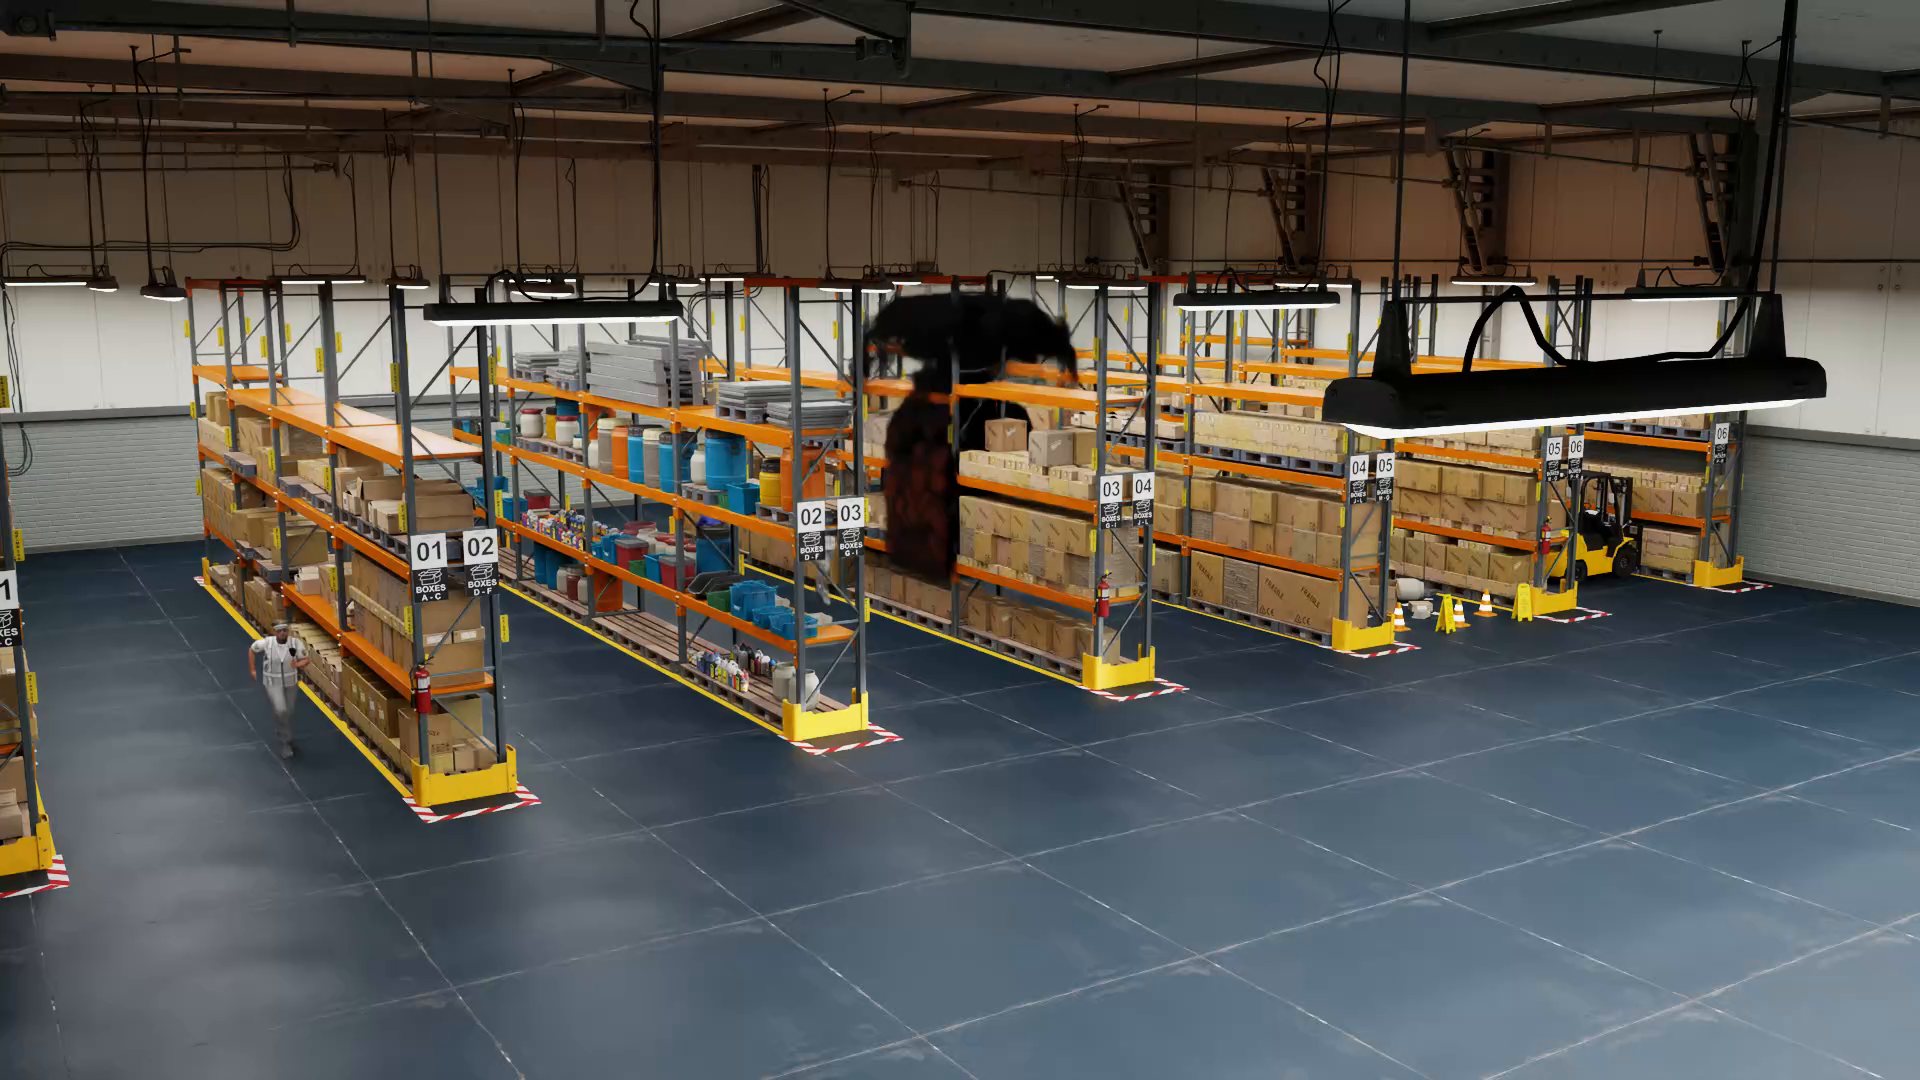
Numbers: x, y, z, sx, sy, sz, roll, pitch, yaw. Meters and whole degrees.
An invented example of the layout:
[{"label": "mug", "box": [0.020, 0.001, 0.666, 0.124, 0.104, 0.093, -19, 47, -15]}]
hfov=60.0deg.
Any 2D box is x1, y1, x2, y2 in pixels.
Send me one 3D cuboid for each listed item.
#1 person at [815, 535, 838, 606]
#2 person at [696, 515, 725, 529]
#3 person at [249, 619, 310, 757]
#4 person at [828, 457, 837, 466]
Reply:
[{"label": "person", "box": [-2.407, 0.205, 29.929, 0.672, 1.888, 0.743, -8, 13, -41]}, {"label": "person", "box": [-4.919, 0.029, 32.979, 0.590, 1.640, 0.743, -6, 11, -30]}, {"label": "person", "box": [-8.796, 1.887, 21.568, 0.686, 1.828, 0.844, -6, 11, -32]}, {"label": "person", "box": [-3.144, -1.315, 41.093, 0.672, 1.708, 0.760, 7, 12, 36]}]
